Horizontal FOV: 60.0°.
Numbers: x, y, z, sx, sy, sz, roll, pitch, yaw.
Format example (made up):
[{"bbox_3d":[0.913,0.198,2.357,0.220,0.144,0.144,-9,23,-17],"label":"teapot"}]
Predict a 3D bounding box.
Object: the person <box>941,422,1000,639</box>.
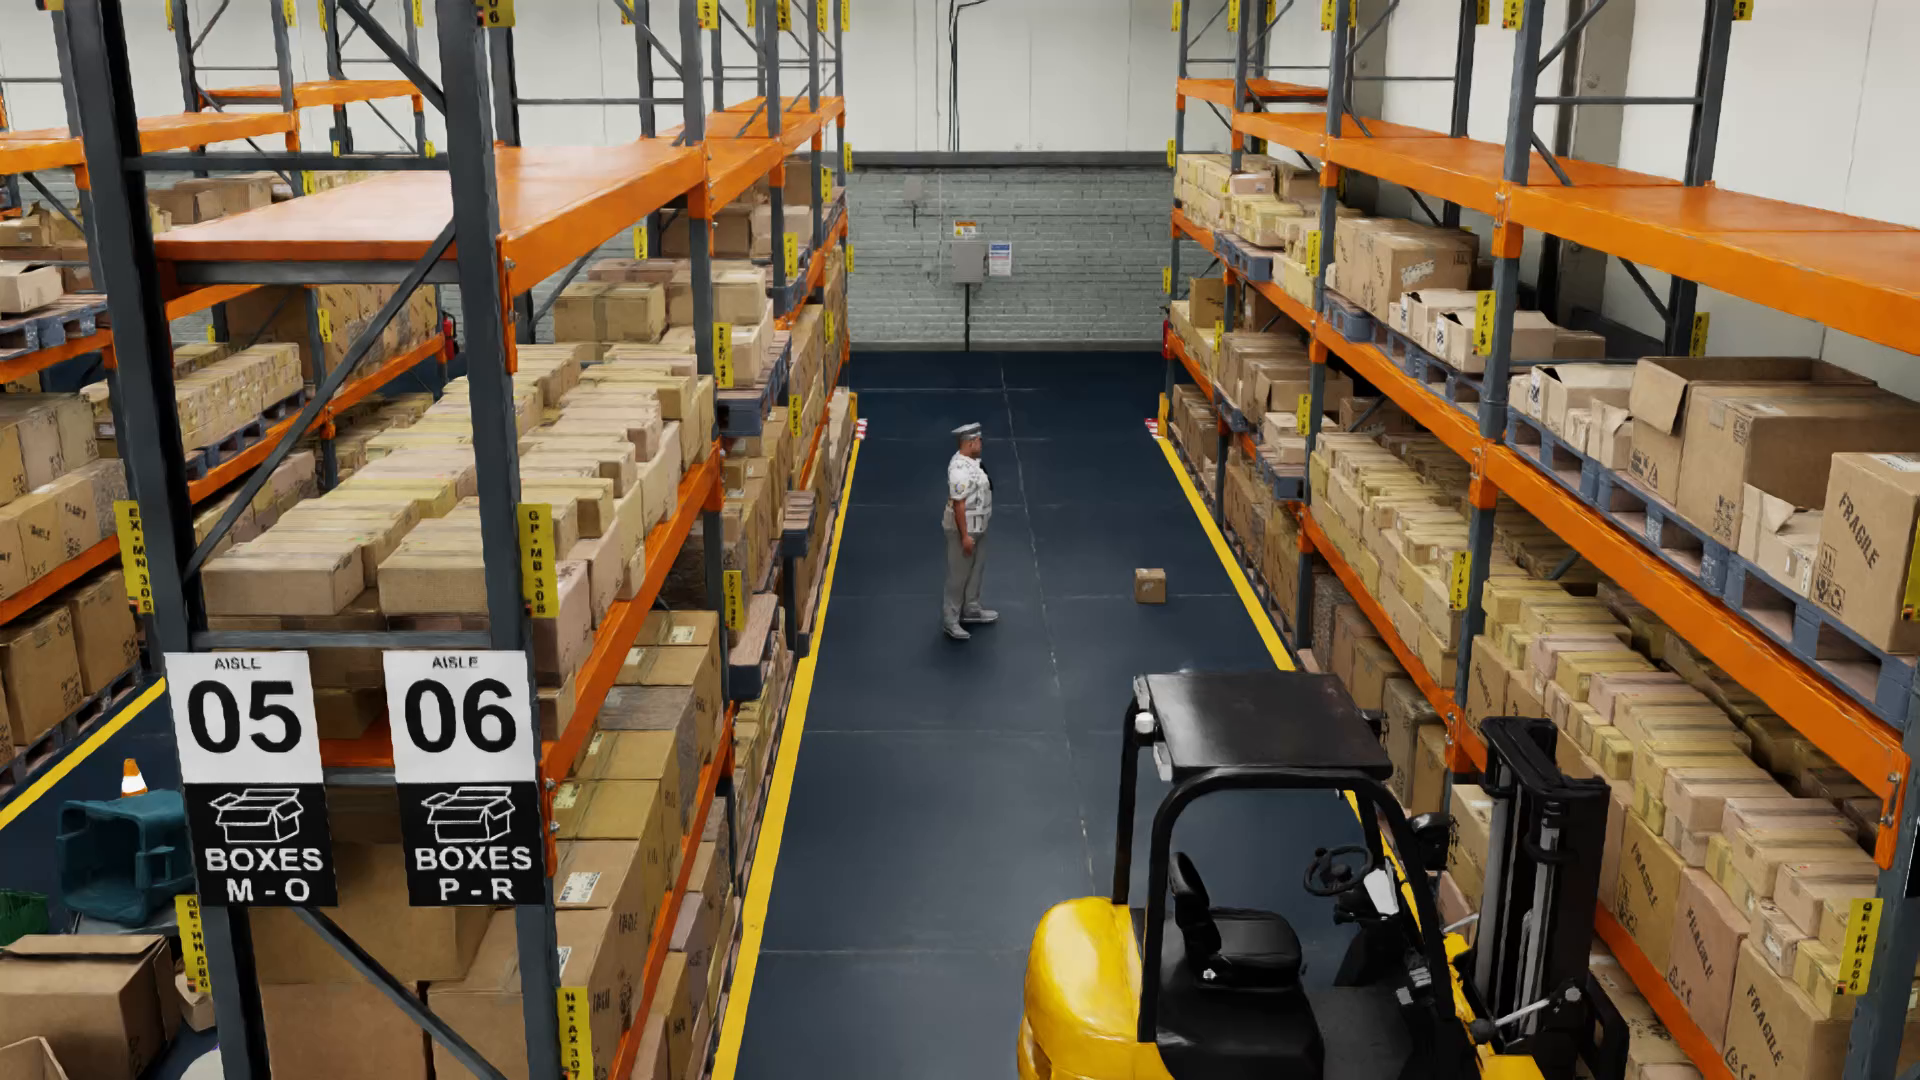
[{"bbox_3d":[0.076,-0.104,13.779,0.439,1.762,0.628,4,17,12],"label":"person"}]
